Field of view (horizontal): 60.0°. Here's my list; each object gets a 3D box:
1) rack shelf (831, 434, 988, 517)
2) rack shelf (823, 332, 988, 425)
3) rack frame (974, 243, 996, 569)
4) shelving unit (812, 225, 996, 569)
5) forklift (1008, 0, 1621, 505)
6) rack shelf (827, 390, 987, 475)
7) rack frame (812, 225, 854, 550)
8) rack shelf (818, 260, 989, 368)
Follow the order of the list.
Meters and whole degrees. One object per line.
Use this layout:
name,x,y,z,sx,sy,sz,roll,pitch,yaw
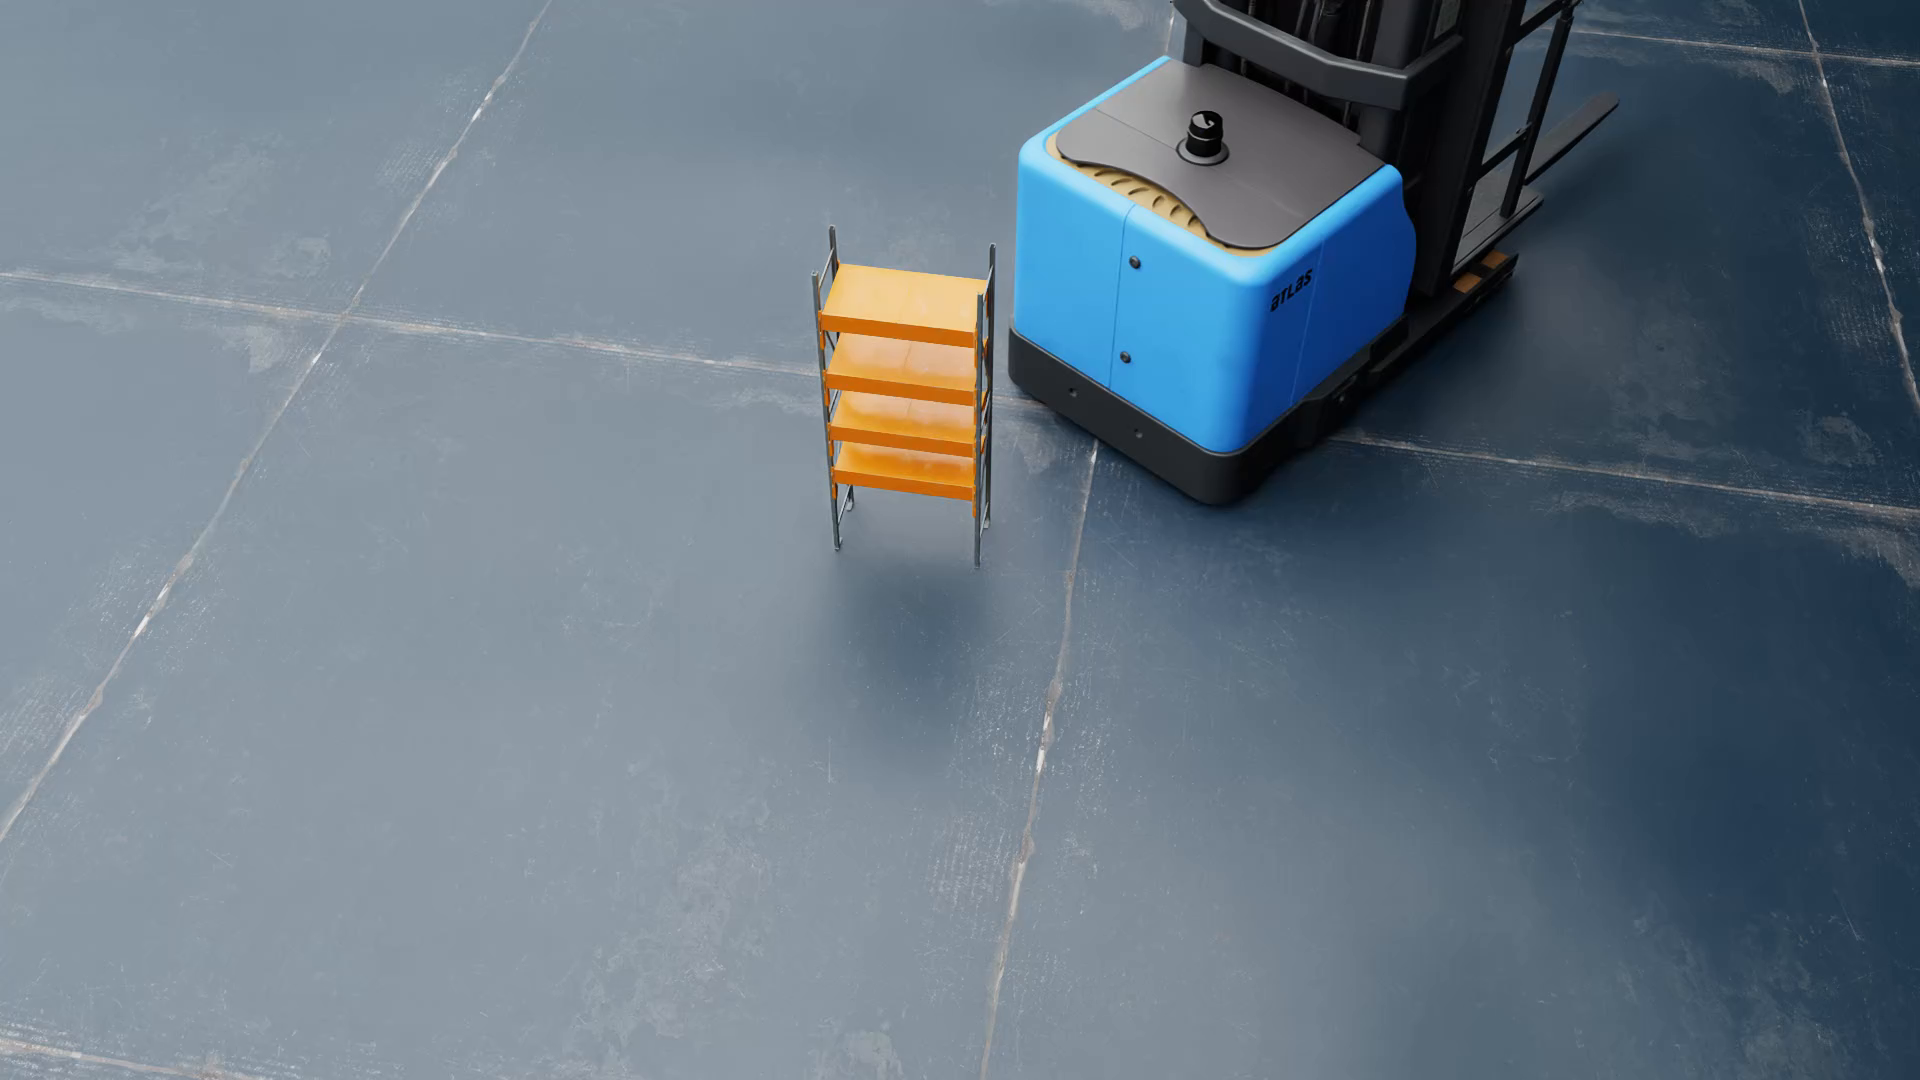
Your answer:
rack shelf,-0.163,-0.245,5.521,0.480,0.148,0.258,8,49,7
rack shelf,-0.163,-0.527,5.207,0.480,0.148,0.258,8,49,7
rack frame,0.077,-0.391,5.294,0.015,1.200,0.240,8,49,7
shelving unit,-0.163,-0.423,5.323,0.503,1.200,0.258,8,49,7
forklift,1.562,-2.103,5.669,1.130,2.935,3.031,36,57,28
rack shelf,-0.163,-0.378,5.373,0.480,0.148,0.258,8,49,7
rack frame,-0.403,-0.455,5.352,0.015,1.200,0.240,8,49,7
rack shelf,-0.163,-0.686,5.031,0.480,0.148,0.258,8,49,7
